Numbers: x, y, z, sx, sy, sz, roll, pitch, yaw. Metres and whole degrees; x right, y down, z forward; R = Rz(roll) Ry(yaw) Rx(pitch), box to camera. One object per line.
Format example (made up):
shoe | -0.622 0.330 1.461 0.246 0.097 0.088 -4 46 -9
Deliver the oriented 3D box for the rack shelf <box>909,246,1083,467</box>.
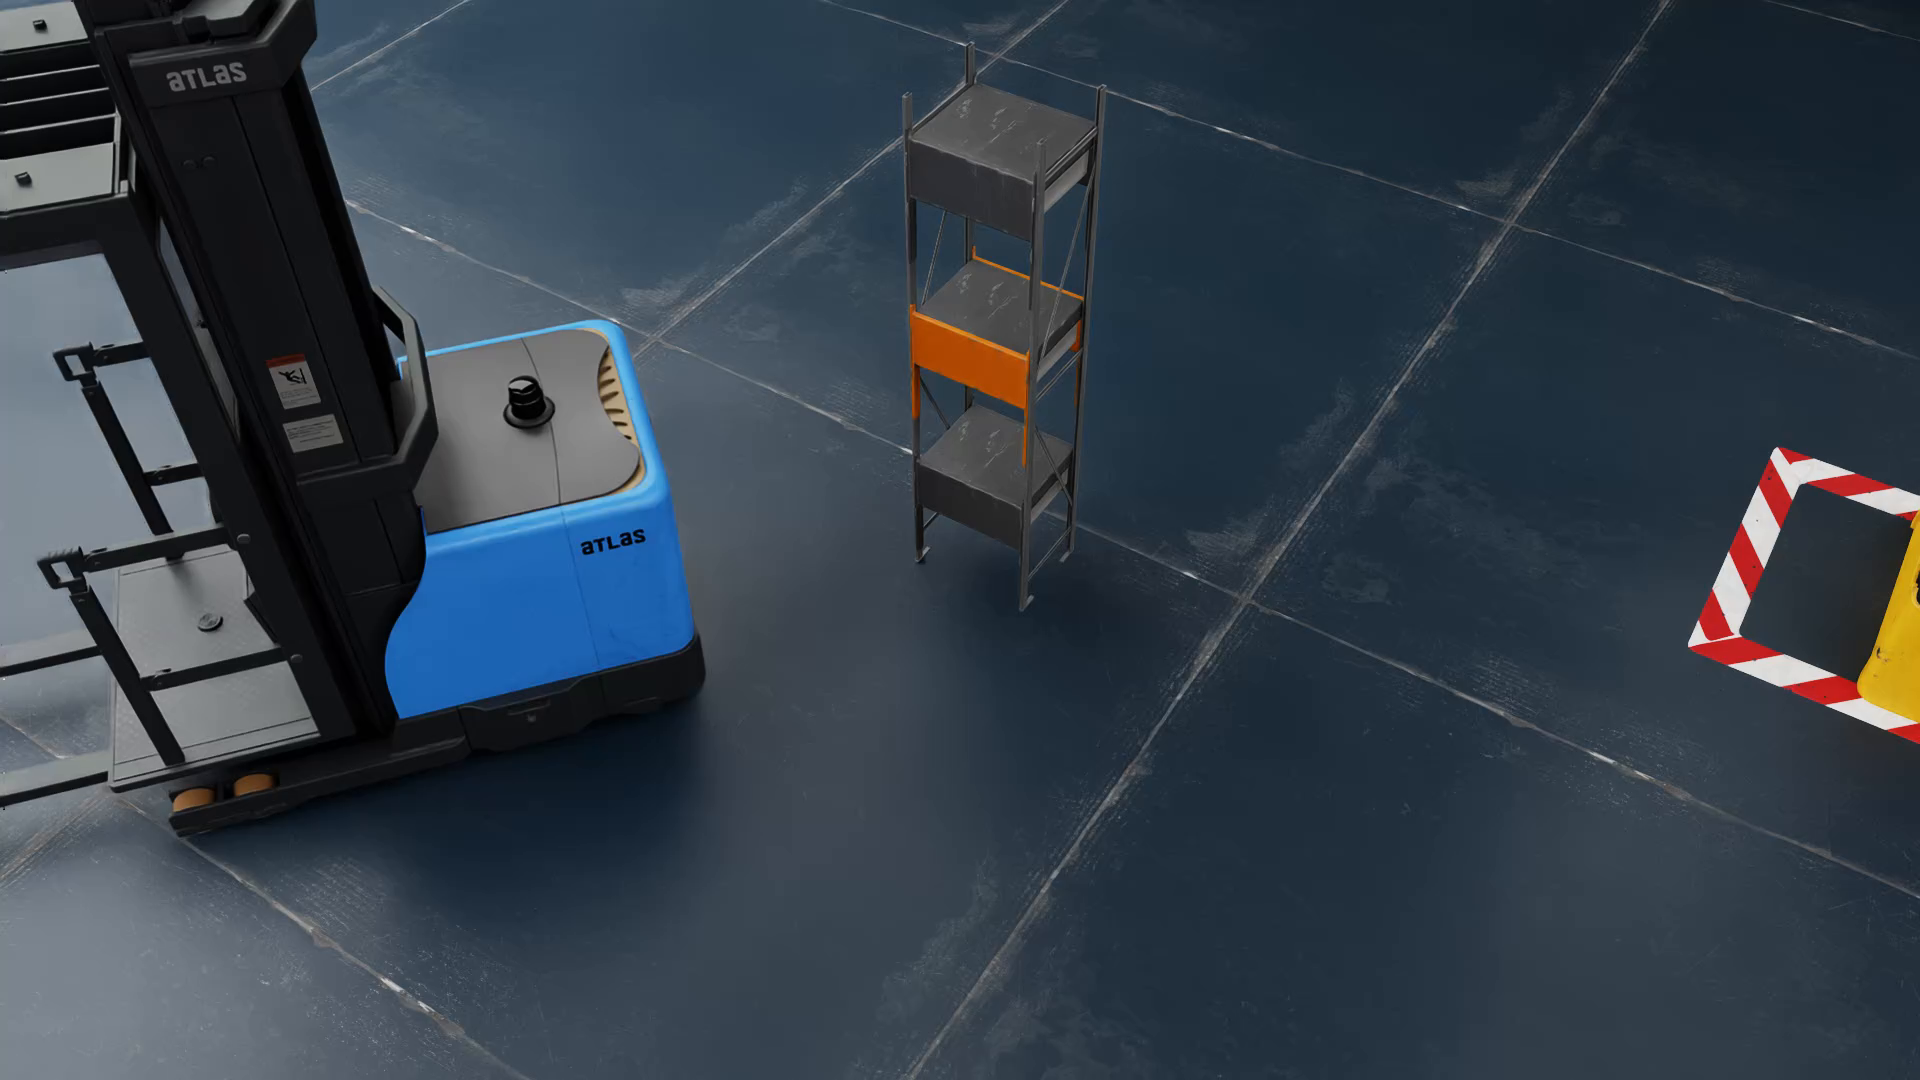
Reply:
rack shelf | 0.139 -0.658 5.944 0.480 0.518 0.431 25 51 22

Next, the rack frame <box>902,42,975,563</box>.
rack frame | -0.066 -0.762 6.026 0.015 2.100 0.400 25 51 22

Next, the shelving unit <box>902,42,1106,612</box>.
shelving unit | 0.139 -0.668 5.935 0.503 2.100 0.431 25 51 22

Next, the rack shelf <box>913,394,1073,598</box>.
rack shelf | 0.139 -0.170 6.446 0.480 0.518 0.431 25 51 22

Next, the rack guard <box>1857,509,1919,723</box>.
rack guard | 3.783 0.120 6.285 0.348 0.500 1.175 25 51 22

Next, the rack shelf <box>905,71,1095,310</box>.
rack shelf | 0.139 -1.146 5.442 0.480 0.518 0.431 25 51 22

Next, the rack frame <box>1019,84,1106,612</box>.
rack frame | 0.345 -0.573 5.843 0.015 2.100 0.400 25 51 22

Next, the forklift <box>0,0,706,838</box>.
forklift | -2.517 -0.433 5.127 3.031 2.935 1.130 -13 47 -13
